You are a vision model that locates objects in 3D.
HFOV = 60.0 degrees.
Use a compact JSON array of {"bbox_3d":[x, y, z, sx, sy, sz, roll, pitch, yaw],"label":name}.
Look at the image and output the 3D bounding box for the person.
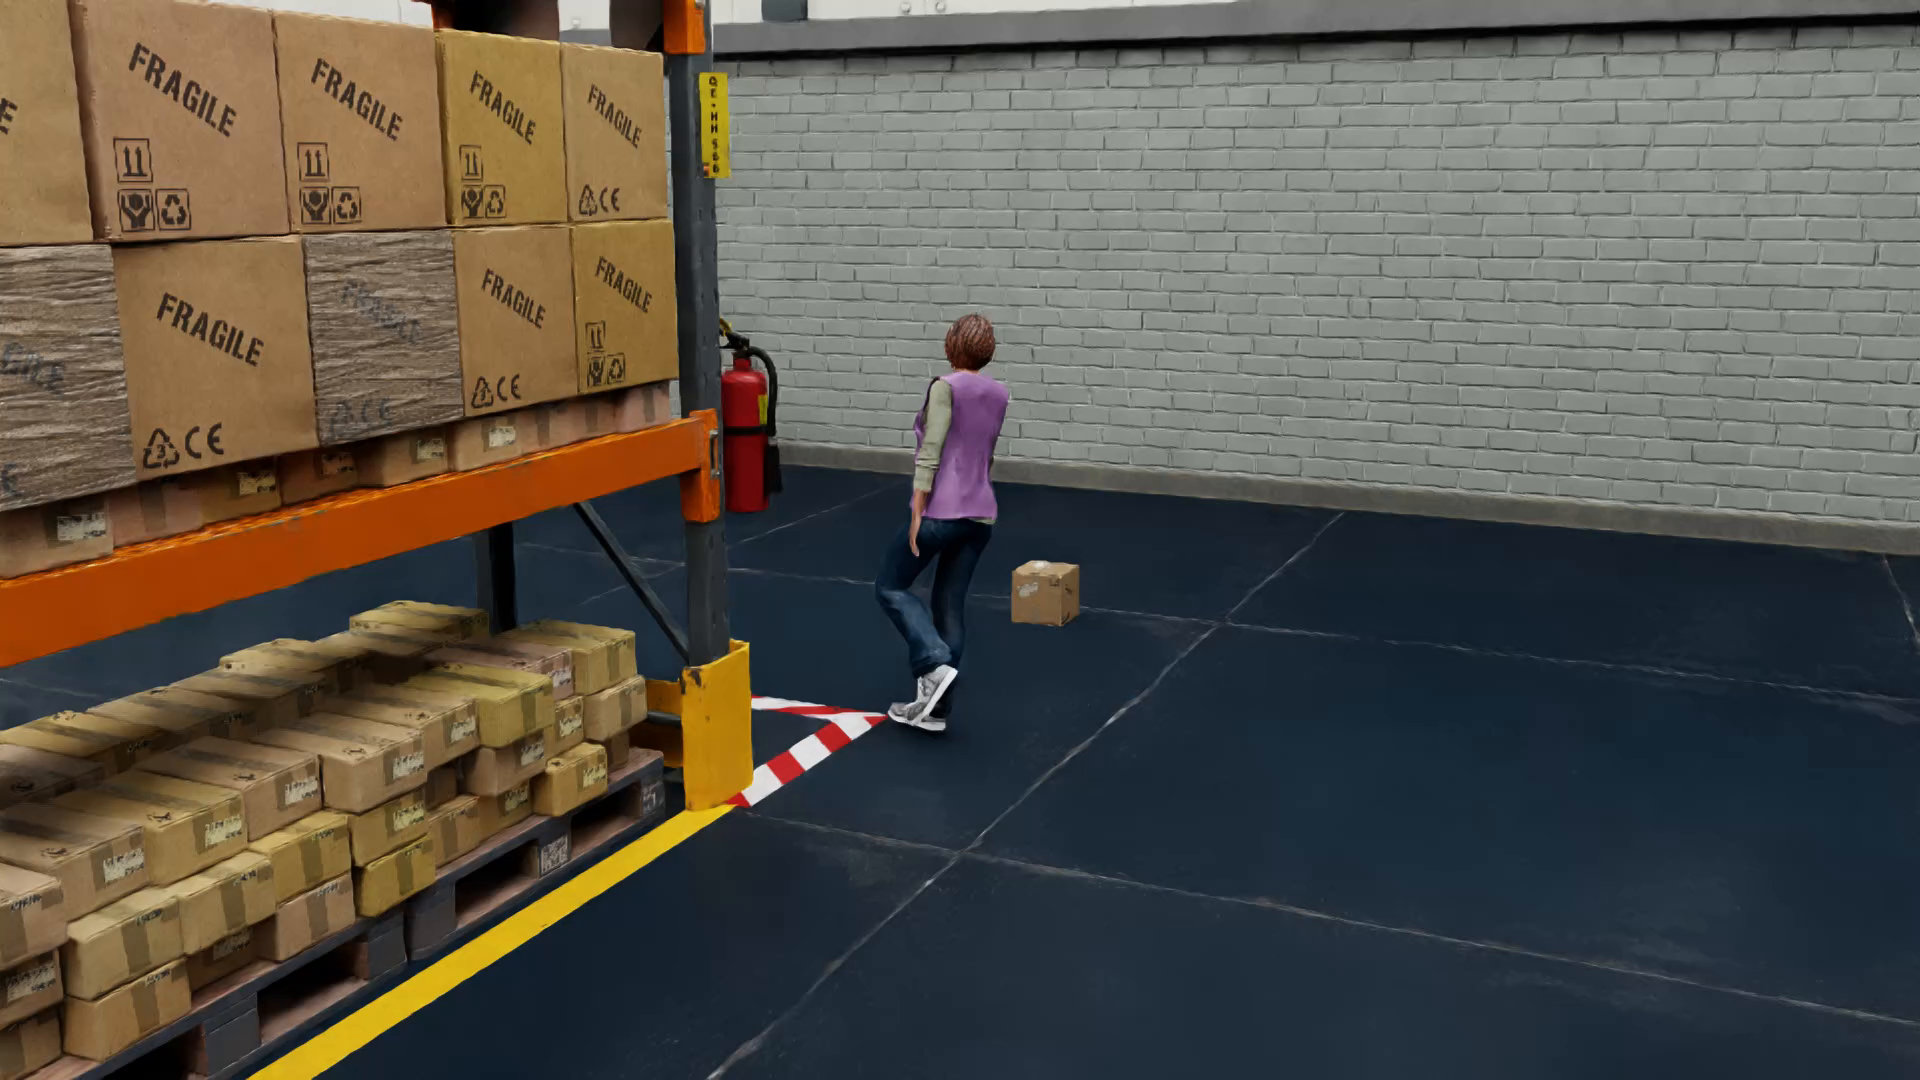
[{"bbox_3d":[-0.044,-0.066,6.283,0.570,1.551,0.459,-10,16,-39],"label":"person"}]
